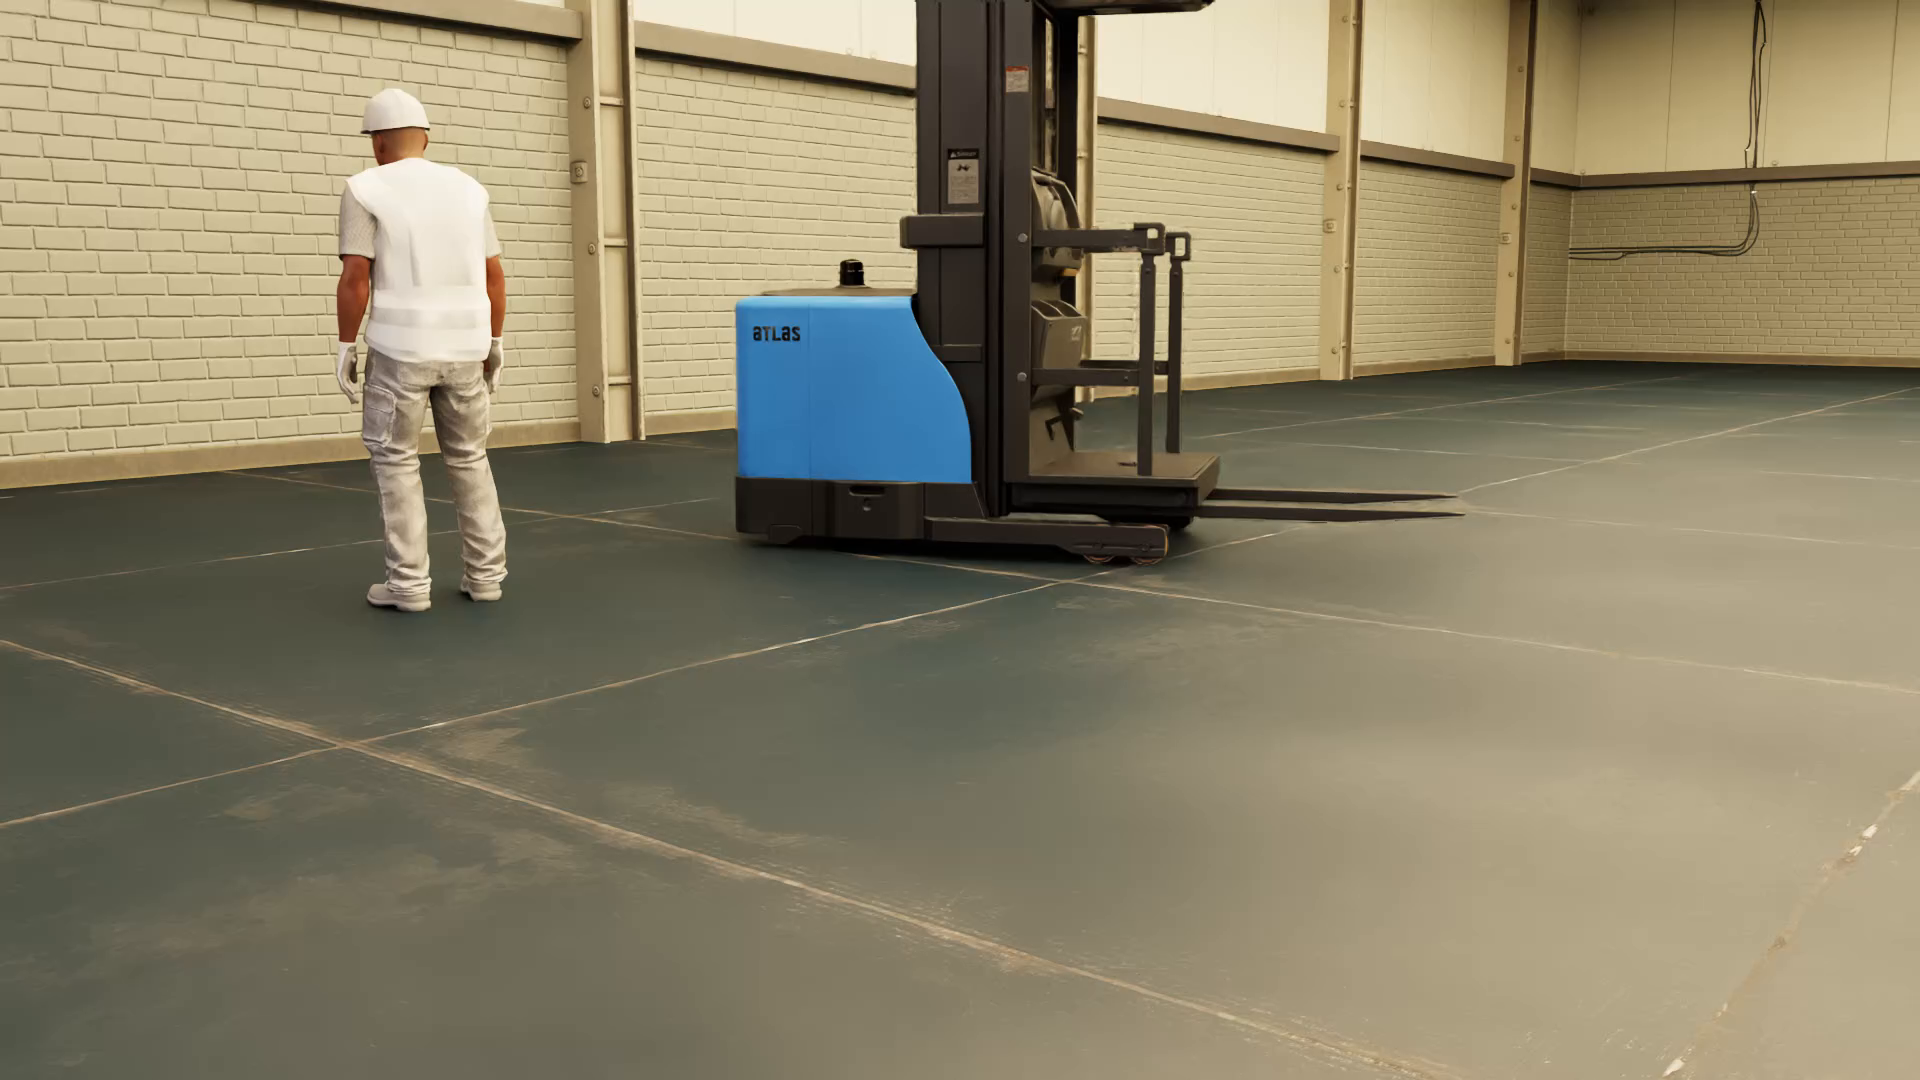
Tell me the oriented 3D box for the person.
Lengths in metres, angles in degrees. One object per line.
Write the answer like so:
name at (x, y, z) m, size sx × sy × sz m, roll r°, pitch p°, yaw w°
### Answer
person at (-1.871, -0.654, 5.766) m, size 0.617 × 1.772 × 0.426 m, roll -8°, pitch 11°, yaw -43°
